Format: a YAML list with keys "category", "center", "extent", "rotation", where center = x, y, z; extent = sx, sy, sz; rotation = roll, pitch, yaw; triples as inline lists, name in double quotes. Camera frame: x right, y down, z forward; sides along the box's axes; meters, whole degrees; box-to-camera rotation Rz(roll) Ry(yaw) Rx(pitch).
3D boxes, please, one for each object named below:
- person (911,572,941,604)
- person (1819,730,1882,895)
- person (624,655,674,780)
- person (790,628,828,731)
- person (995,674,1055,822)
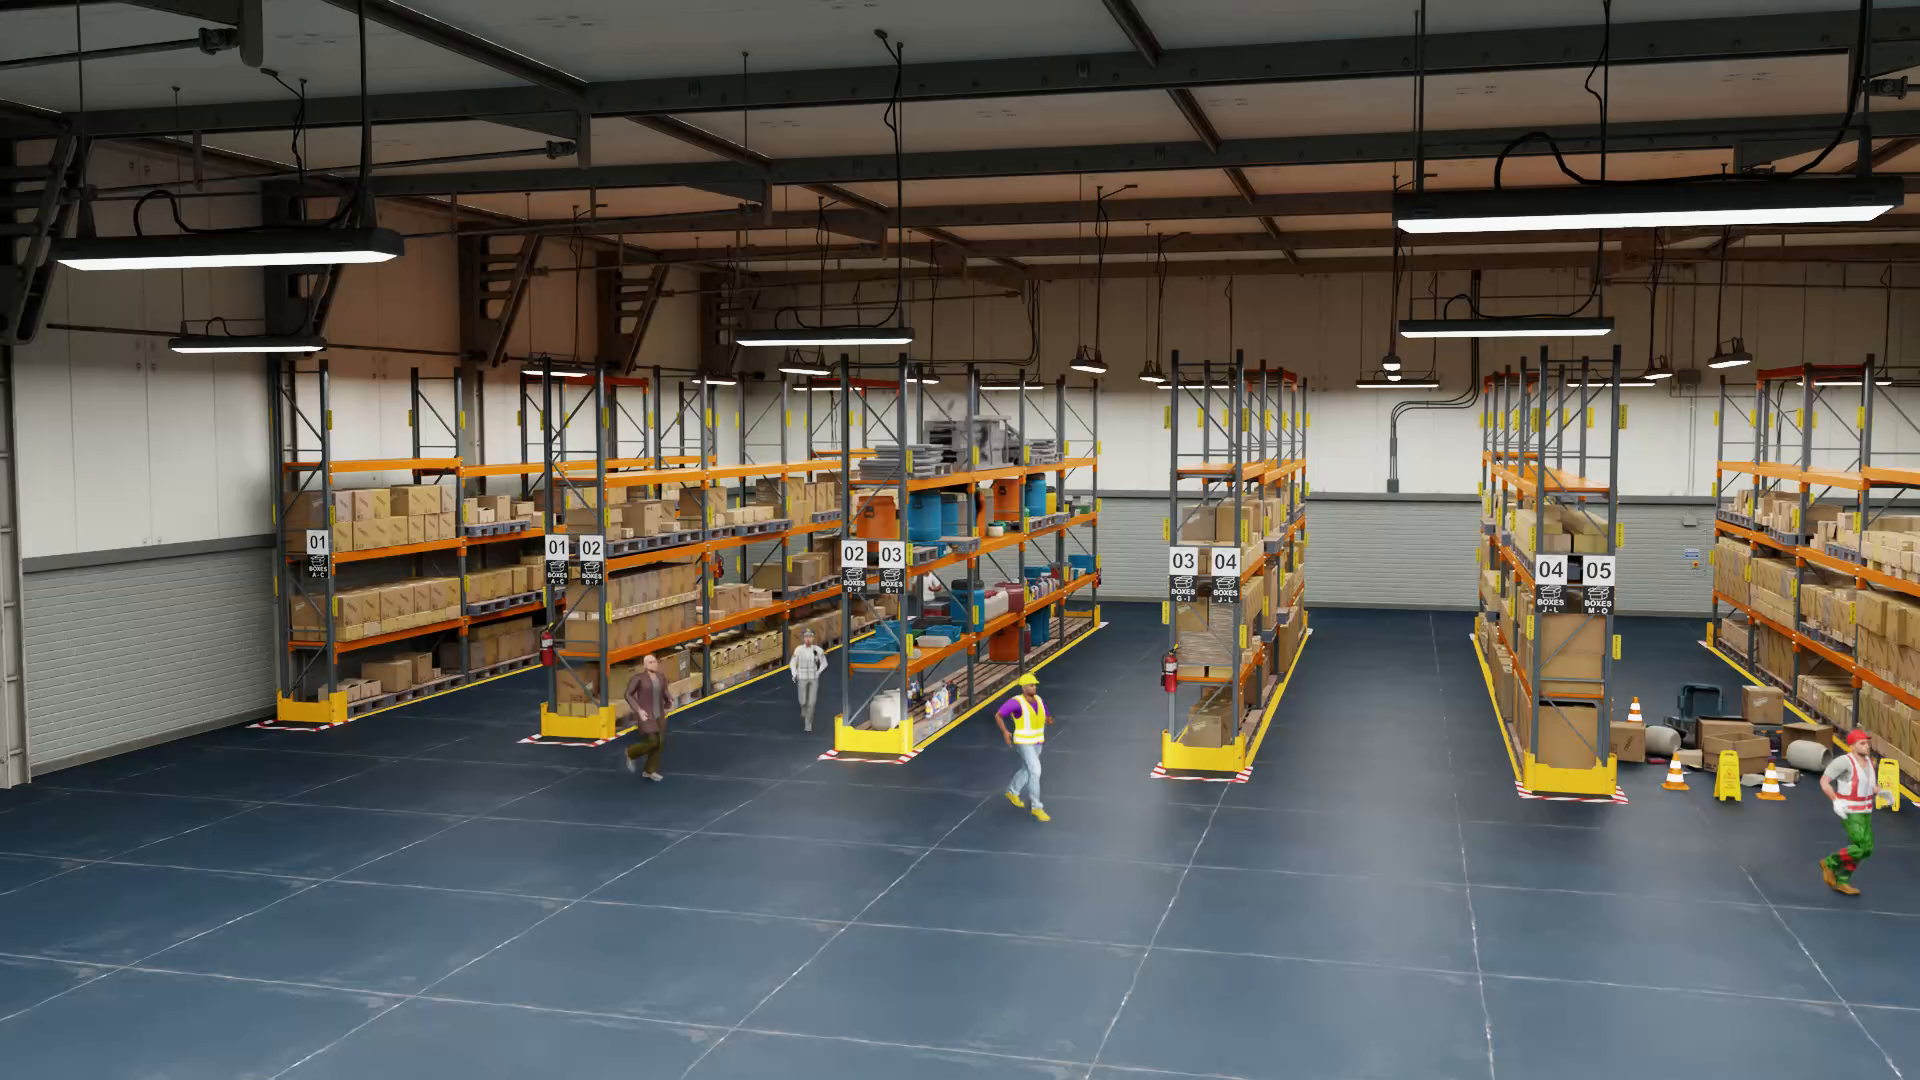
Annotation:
- category: "person"
  center: [-0.794, 1.366, 38.202]
  extent: [0.711, 1.748, 0.963]
  rotation: [1, 4, 8]
- category: "person"
  center: [9.449, 2.866, 17.553]
  extent: [0.637, 1.749, 0.527]
  rotation: [-2, 5, -27]
- category: "person"
  center: [-4.336, 2.465, 23.257]
  extent: [0.685, 1.745, 0.704]
  rotation: [4, 5, 41]
- category: "person"
  center: [-2.452, 2.246, 26.960]
  extent: [0.615, 1.657, 0.555]
  rotation: [0, 4, -2]
- category: "person"
  center: [0.866, 2.590, 21.036]
  extent: [0.879, 1.803, 0.676]
  rotation: [4, 6, 44]
